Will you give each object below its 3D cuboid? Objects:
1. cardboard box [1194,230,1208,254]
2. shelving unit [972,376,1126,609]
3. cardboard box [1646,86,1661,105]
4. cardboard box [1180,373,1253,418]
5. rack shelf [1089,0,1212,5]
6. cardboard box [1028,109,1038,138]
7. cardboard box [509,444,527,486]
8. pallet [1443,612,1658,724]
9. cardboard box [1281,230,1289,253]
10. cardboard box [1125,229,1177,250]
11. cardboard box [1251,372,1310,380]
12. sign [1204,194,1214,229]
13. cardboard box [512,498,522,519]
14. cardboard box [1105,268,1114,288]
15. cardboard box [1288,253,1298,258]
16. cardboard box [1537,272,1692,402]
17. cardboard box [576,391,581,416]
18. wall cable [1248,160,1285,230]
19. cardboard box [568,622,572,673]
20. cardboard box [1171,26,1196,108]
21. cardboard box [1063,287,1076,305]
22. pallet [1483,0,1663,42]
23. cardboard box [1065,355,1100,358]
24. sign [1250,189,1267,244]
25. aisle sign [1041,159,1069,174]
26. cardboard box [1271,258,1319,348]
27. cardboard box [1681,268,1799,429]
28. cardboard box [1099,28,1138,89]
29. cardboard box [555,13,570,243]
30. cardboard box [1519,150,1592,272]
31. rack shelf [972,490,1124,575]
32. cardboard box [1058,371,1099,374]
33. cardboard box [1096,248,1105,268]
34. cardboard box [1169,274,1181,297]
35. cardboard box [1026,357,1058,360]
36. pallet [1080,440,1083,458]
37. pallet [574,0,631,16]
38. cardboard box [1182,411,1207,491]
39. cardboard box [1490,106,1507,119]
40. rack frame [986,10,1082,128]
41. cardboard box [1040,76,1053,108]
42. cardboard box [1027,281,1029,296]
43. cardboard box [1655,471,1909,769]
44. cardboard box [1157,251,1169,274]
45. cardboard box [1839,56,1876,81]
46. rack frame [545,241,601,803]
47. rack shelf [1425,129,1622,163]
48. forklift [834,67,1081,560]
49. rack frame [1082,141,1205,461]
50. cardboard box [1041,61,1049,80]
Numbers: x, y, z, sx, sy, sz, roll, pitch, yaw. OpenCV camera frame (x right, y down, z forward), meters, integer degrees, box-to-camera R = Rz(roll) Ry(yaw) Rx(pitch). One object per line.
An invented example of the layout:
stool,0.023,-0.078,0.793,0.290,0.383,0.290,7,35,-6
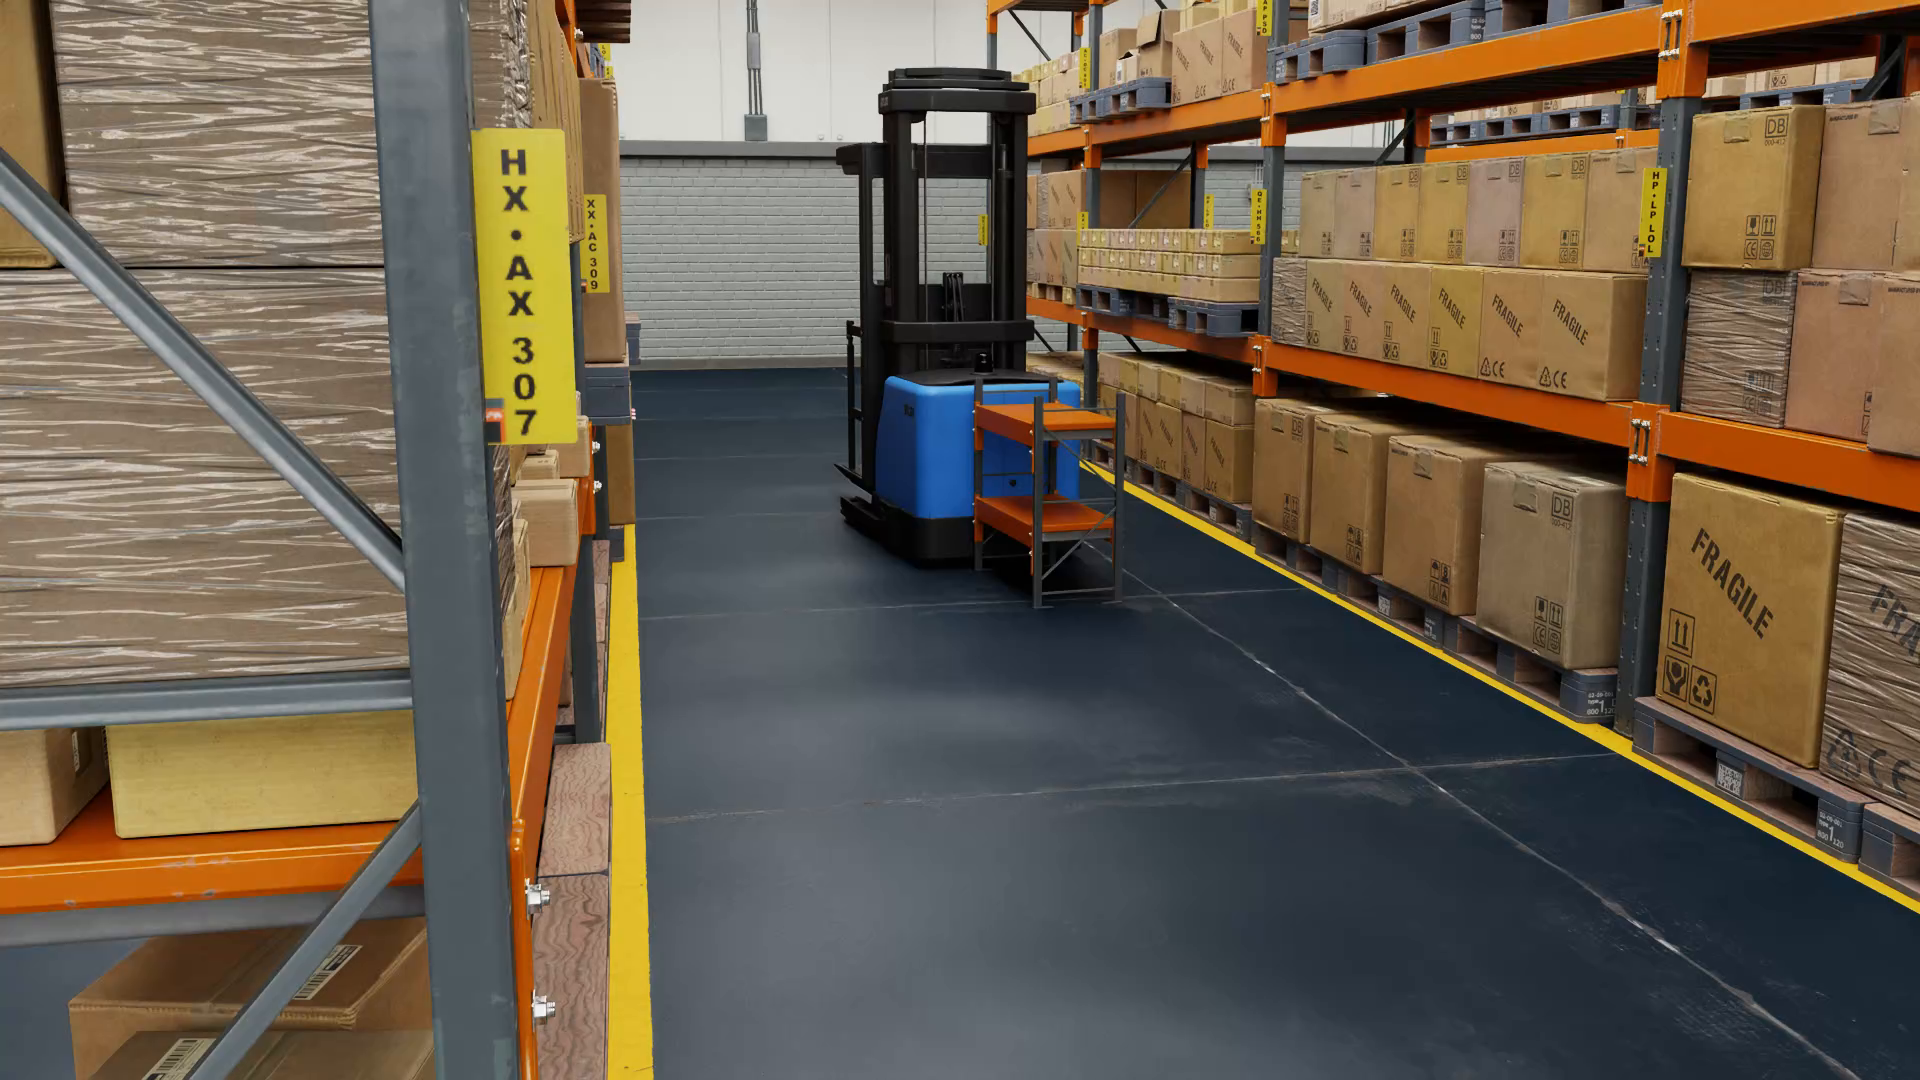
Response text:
cardboard box,1.748,-1.941,10.829,0.380,0.149,0.250,-2,11,-12
shelving unit,0.475,-0.295,9.236,0.538,1.125,1.048,-3,11,-17
cardboard box,6.151,-3.888,14.315,0.396,0.266,0.258,-2,11,-12
cardboard box,1.840,-1.001,11.491,0.500,0.250,0.500,-2,11,-10
rack shelf,1.950,-4.210,11.744,1.077,0.370,4.000,-2,11,-11
cardboard box,0.921,-3.936,15.733,0.500,0.250,0.500,-2,11,-11
cardboard box,-1.425,-0.387,3.645,0.875,0.500,0.500,-2,11,-11
pallet,2.893,0.518,7.409,1.003,0.211,1.213,-2,11,-11
cardboard box,2.341,-2.008,11.180,0.380,0.149,0.250,-2,11,-11
cardboard box,1.439,-2.229,12.343,0.380,0.149,0.250,-2,11,-9
cardboard box,2.344,-1.021,11.597,0.500,0.250,0.500,-2,11,-12
sign,2.105,-2.770,14.129,0.100,0.325,0.005,-2,11,-11
cardboard box,-1.061,0.016,3.261,0.380,0.149,0.250,-2,11,-11
cardboard box,1.339,-2.031,12.895,0.380,0.149,0.250,-2,11,-10
cardboard box,2.387,-1.821,10.995,0.380,0.149,0.250,-2,11,-8
cardboard box,2.754,-0.848,6.861,0.500,0.500,0.500,-2,11,-11
cardboard box,-1.438,-0.399,5.441,0.380,0.149,0.250,-2,11,-11
wall cable,4.500,-4.660,24.356,0.585,1.953,0.123,-2,11,-11
cardboard box,-1.940,0.259,6.820,0.700,0.500,0.500,-2,11,-11
cardboard box,1.776,-3.248,11.447,0.500,0.500,0.500,-2,11,-11
cardboard box,1.119,-2.144,14.609,0.380,0.149,0.250,-2,11,-13
pallet,2.891,-2.259,7.030,0.805,0.209,1.217,-3,11,-13
cardboard box,1.302,-1.833,17.214,0.380,0.149,0.250,-2,11,-12
sign,1.809,-1.955,10.060,0.100,0.325,0.005,-2,11,-11
aisle sign,1.063,-4.215,17.867,0.394,0.787,0.004,-2,11,-11
cardboard box,2.162,-1.403,9.780,0.500,0.500,0.500,-2,11,-10
cardboard box,3.201,-0.719,6.051,0.875,0.550,0.550,-2,11,-11
cardboard box,1.527,-3.835,13.412,0.700,0.500,0.500,-2,11,-11
cardboard box,-1.122,-0.890,3.611,0.500,0.500,0.500,-2,11,-11
cardboard box,2.913,-1.438,7.288,0.700,0.500,0.500,-2,11,-12
rack shelf,0.475,-0.054,9.282,0.538,0.278,1.000,-3,11,-17
cardboard box,1.119,-1.475,15.334,0.380,0.149,0.250,-2,11,-9
cardboard box,1.290,-2.225,13.119,0.380,0.149,0.250,-2,11,-10
cardboard box,1.651,-1.742,11.373,0.380,0.149,0.250,-2,11,-12
cardboard box,0.776,-1.764,16.851,0.380,0.149,0.250,-3,11,-14
pallet,1.396,-0.932,15.029,1.003,0.211,1.213,-2,11,-11
pallet,-1.783,-2.049,5.921,1.213,0.211,1.003,-2,11,-11
cardboard box,1.858,-0.631,11.553,0.500,0.500,0.500,-2,11,-9
cardboard box,5.861,-4.521,17.252,0.500,0.311,0.500,-2,11,-10
rack frame,0.783,-5.861,17.421,1.000,3.000,0.127,-2,11,-11
cardboard box,1.026,-4.092,15.216,0.500,0.250,0.500,-2,11,-9
cardboard box,0.848,-2.483,16.391,0.380,0.149,0.250,-2,11,-12
cardboard box,3.171,0.243,5.959,0.875,0.875,0.875,-2,11,-10
cardboard box,1.595,-1.938,11.610,0.380,0.149,0.250,-2,11,-11
cardboard box,6.796,-3.549,11.905,0.700,0.500,0.500,-3,11,-14
rack frame,-1.768,-0.551,5.568,1.000,3.000,0.127,-2,11,-11
rack shelf,6.008,-3.865,16.885,1.077,0.370,4.000,-2,11,-11
forklift,-0.184,-1.552,11.014,1.130,2.935,3.031,-3,11,-17
rack frame,1.561,-2.180,14.128,1.000,3.000,0.127,-2,11,-11
cardboard box,0.955,-4.305,15.268,0.380,0.149,0.250,-2,11,-11
